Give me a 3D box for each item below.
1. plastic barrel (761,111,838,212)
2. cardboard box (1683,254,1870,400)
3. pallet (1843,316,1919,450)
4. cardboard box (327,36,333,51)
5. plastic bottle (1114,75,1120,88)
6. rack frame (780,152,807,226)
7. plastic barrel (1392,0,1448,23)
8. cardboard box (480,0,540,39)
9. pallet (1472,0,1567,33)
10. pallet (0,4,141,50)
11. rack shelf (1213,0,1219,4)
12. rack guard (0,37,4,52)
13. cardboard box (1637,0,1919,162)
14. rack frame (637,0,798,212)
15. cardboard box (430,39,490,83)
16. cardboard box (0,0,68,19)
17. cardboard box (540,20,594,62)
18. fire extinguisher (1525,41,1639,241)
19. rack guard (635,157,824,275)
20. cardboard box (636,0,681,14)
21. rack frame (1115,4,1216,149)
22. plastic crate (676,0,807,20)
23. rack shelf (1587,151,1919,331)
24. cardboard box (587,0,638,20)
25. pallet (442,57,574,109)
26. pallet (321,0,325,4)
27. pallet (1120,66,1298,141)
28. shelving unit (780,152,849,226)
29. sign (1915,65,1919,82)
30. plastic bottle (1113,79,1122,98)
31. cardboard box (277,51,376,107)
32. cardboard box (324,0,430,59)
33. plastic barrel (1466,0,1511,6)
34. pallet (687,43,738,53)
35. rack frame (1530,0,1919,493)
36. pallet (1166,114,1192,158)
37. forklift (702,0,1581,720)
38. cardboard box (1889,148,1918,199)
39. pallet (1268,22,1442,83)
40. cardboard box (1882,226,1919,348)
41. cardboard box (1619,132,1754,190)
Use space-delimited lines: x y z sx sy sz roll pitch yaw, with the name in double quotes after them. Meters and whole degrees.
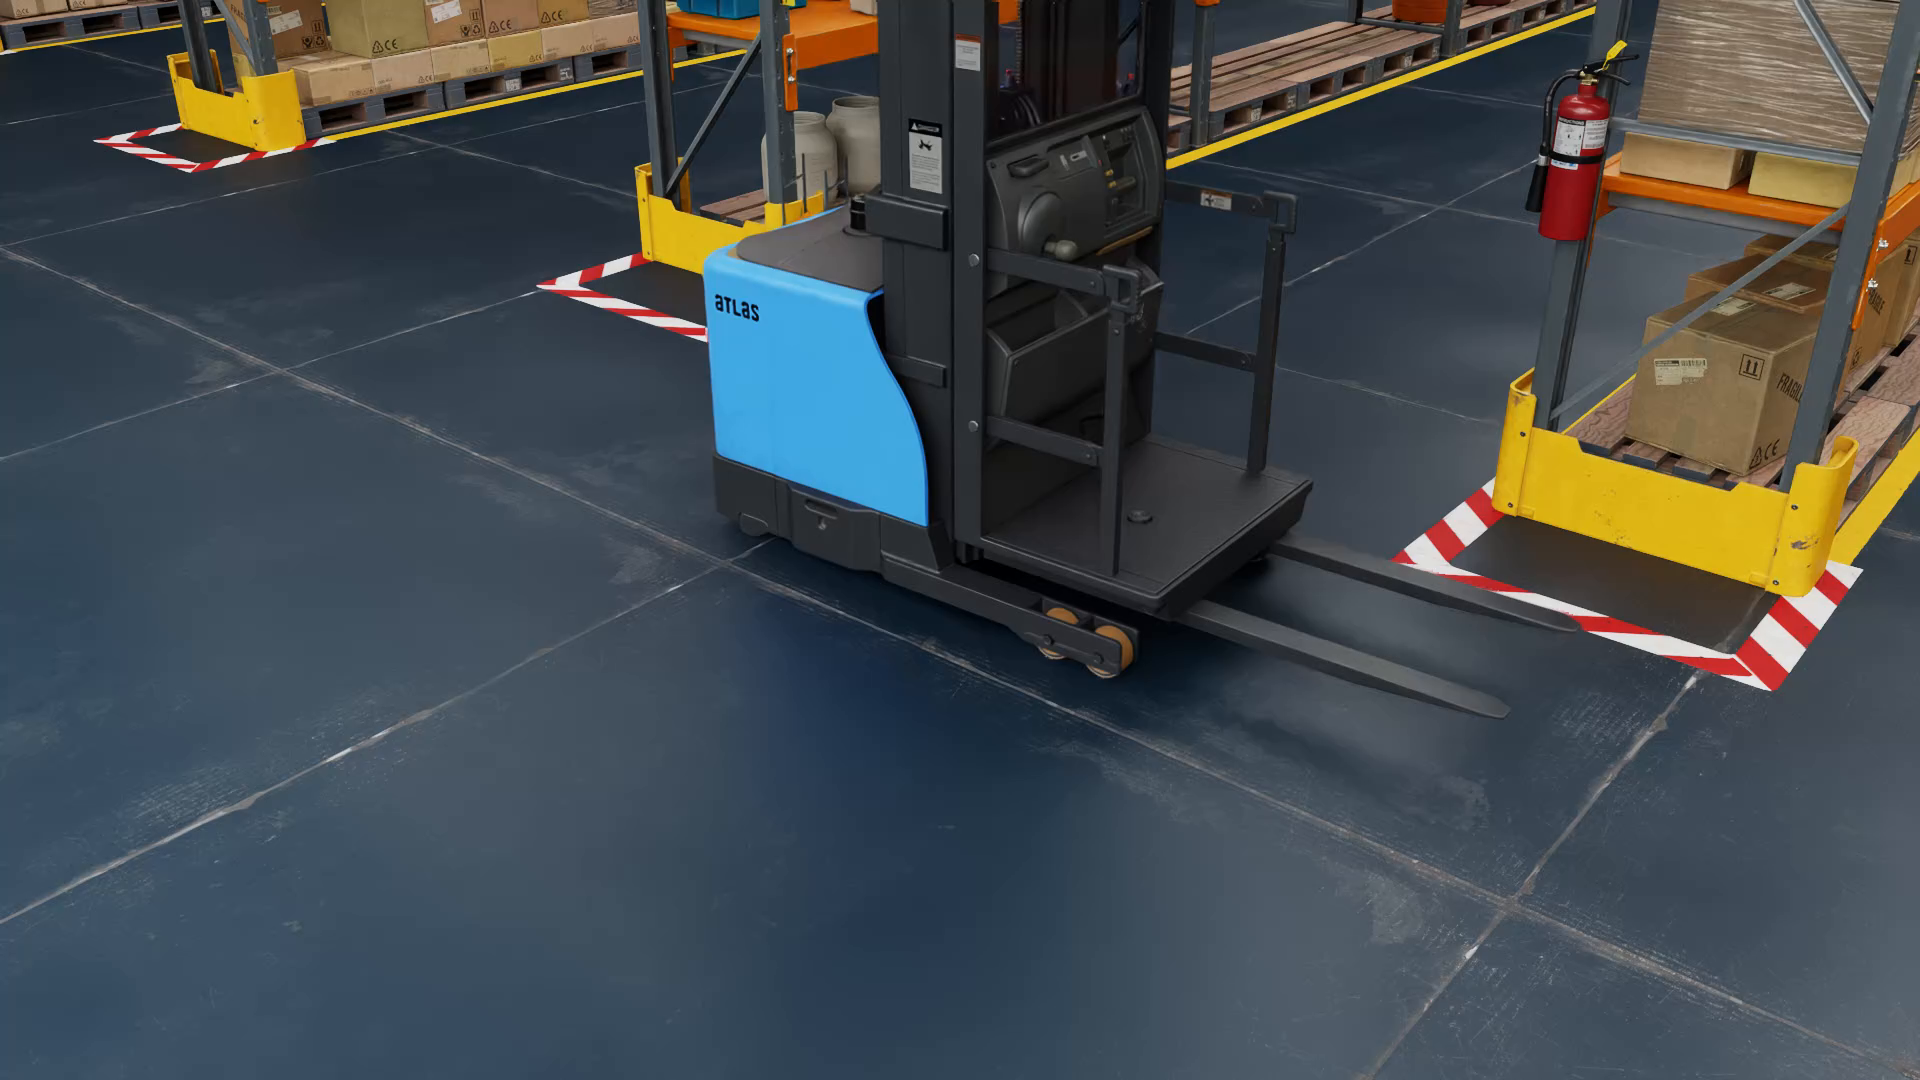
-0.897 -2.108 9.311 0.421 0.512 0.421 0 27 0 "plastic barrel"
3.329 -0.838 6.868 0.500 0.500 0.500 -18 32 -31 "cardboard box"
3.934 -0.820 7.605 1.003 0.211 1.213 21 34 34 "pallet"
-4.655 -3.642 12.561 0.500 0.250 0.500 21 34 34 "cardboard box"
0.989 -2.937 11.067 0.144 0.351 0.185 21 34 34 "plastic bottle"
-0.657 -0.958 6.795 0.006 1.200 0.240 8 28 16 "rack frame"
4.130 -5.008 14.571 0.600 0.830 0.708 21 34 34 "plastic barrel"
-3.608 -4.174 12.773 0.500 0.500 0.500 21 34 34 "cardboard box"
5.077 -5.091 15.861 1.003 0.211 1.213 21 34 34 "pallet"
-8.309 -4.732 15.168 1.003 0.211 1.213 21 34 34 "pallet"
2.560 -4.578 12.619 1.077 0.370 4.000 21 34 34 "rack shelf"
-8.853 -4.583 14.565 1.175 0.500 0.348 21 34 34 "rack guard"
2.936 -1.687 5.813 0.875 0.500 0.500 21 34 34 "cardboard box"
-1.257 -2.771 8.341 1.000 3.000 0.127 21 34 34 "rack frame"
-3.930 -3.666 12.606 0.500 0.250 0.500 21 34 34 "cardboard box"
-8.392 -4.886 14.878 0.500 0.311 0.500 17 32 29 "cardboard box"
-3.291 -4.019 13.289 0.500 0.250 0.500 21 34 34 "cardboard box"
2.137 -1.383 5.743 0.296 0.674 0.183 21 34 34 "fire extinguisher"
-1.245 -1.701 8.994 1.175 0.500 0.348 21 34 34 "rack guard"
-2.659 -4.375 13.978 0.500 0.250 0.500 21 34 34 "cardboard box"
1.287 -4.189 11.083 1.000 3.000 0.127 21 34 34 "rack frame"
-1.169 -2.970 8.887 0.499 0.251 0.616 21 34 34 "plastic crate"
3.837 -1.713 7.079 1.077 0.370 4.000 21 34 34 "rack shelf"
-2.986 -4.534 13.469 0.500 0.500 0.500 21 34 34 "cardboard box"
-3.846 -3.695 13.163 1.003 0.211 1.213 21 34 34 "pallet"
-6.757 -5.597 16.840 1.003 0.211 1.213 21 34 34 "pallet"
1.757 -3.240 12.283 1.003 0.211 1.213 21 34 34 "pallet"
-0.570 -0.945 6.770 0.189 1.200 0.258 8 28 16 "shelving unit"
2.984 -1.549 5.038 0.100 0.325 0.005 21 34 34 "sign"
0.978 -2.827 10.854 0.144 0.351 0.185 19 33 32 "plastic bottle"
-4.564 -3.310 11.919 0.500 0.250 0.500 21 34 34 "cardboard box"
-4.247 -3.821 12.091 0.500 0.500 0.500 21 34 34 "cardboard box"
4.848 -5.301 15.401 0.600 0.588 0.708 21 34 34 "plastic barrel"
-2.094 -4.672 15.051 1.003 0.211 1.213 21 34 34 "pallet"
2.565 -1.323 5.543 1.000 3.000 0.127 21 34 34 "rack frame"
0.828 -2.724 11.287 1.003 0.211 1.213 21 34 34 "pallet"
0.553 -1.132 5.248 3.031 2.935 1.130 19 33 32 "forklift"
3.104 -1.326 5.822 0.380 0.149 0.250 21 34 34 "cardboard box"
3.309 -4.105 13.956 1.003 0.211 1.213 21 34 34 "pallet"
4.131 -1.239 7.644 0.500 0.500 0.500 17 32 30 "cardboard box"
2.587 -1.373 5.913 0.380 0.149 0.250 21 34 34 "cardboard box"
